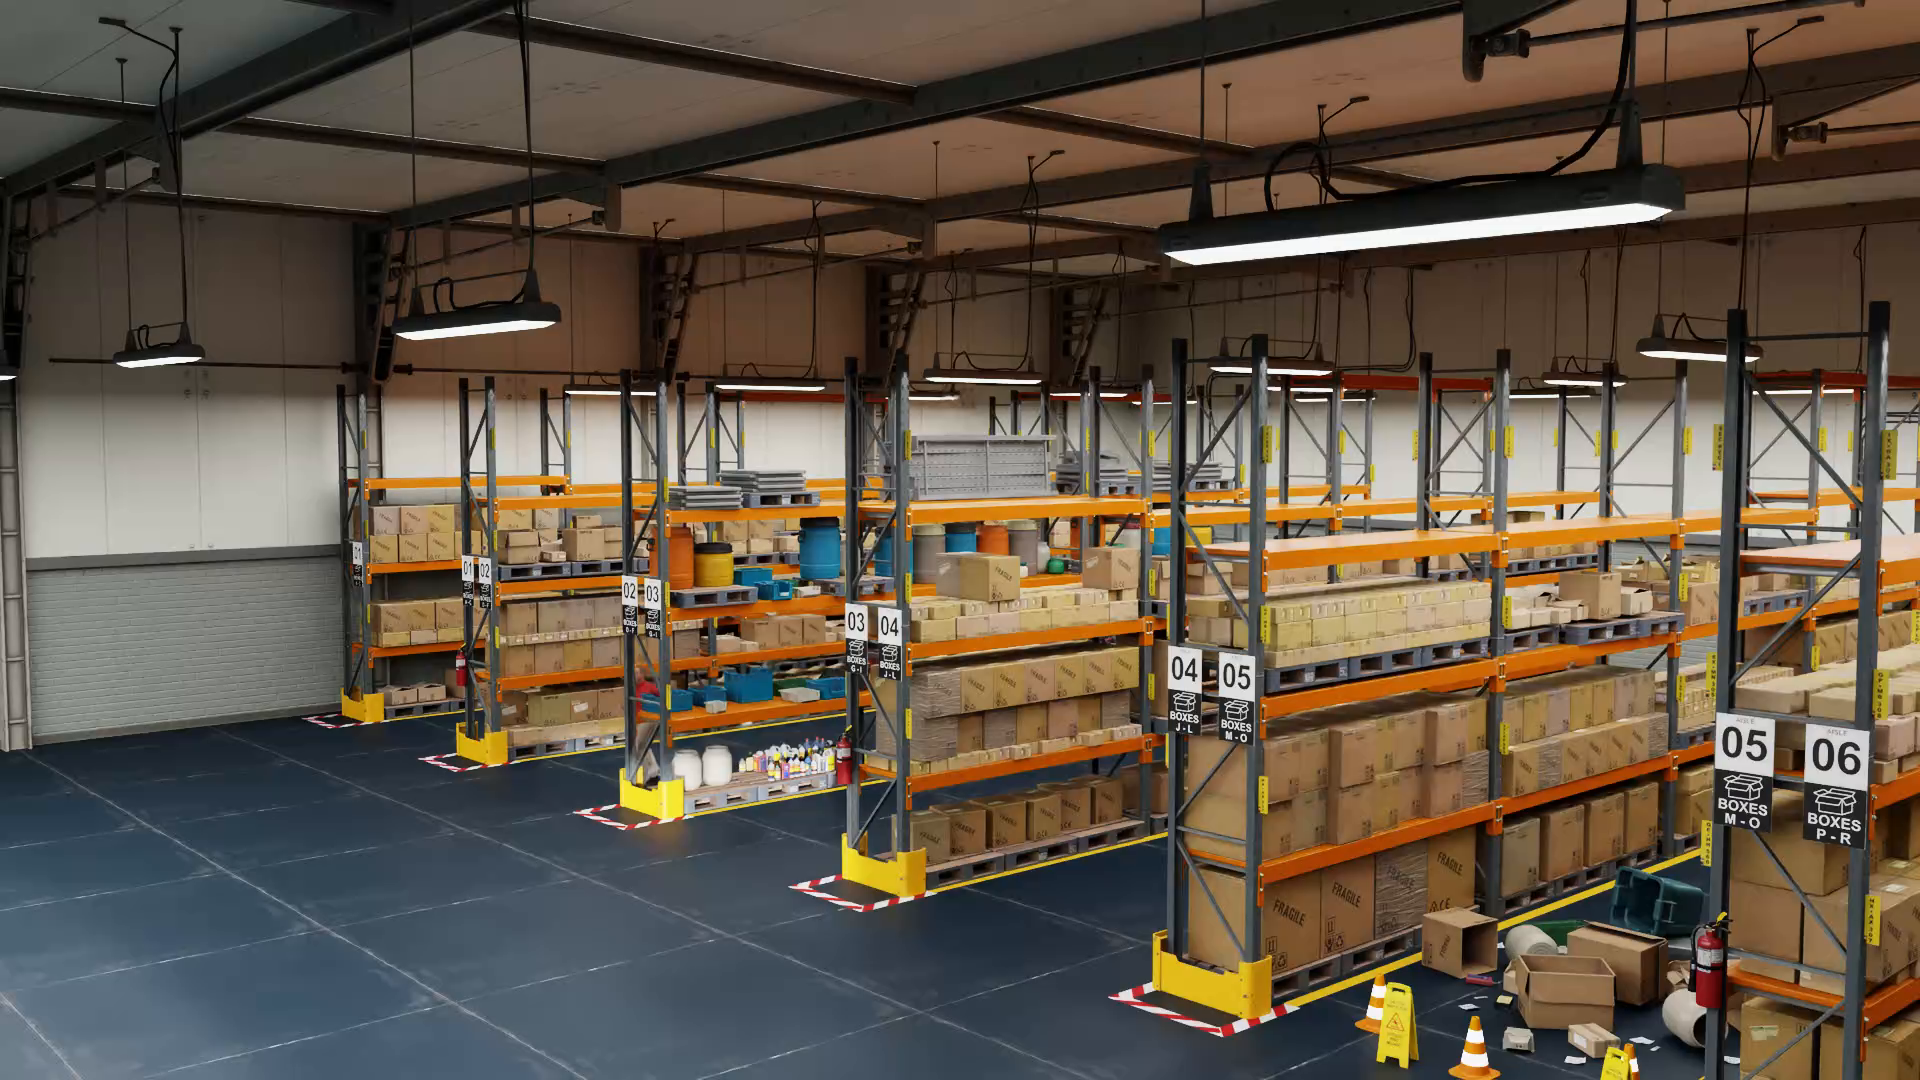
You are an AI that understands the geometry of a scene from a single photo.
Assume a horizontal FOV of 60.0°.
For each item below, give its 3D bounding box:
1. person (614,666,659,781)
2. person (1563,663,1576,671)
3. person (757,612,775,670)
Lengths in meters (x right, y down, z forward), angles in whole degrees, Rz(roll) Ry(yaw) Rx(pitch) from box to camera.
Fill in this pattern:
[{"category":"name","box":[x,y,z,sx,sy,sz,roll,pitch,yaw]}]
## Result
[{"category":"person","box":[-4.721,2.714,24.273,0.658,1.756,0.745,4,5,45]},{"category":"person","box":[9.330,2.668,25.518,0.536,1.583,0.893,3,5,41]},{"category":"person","box":[-3.687,2.201,31.716,0.789,1.821,0.638,-3,5,-42]}]
